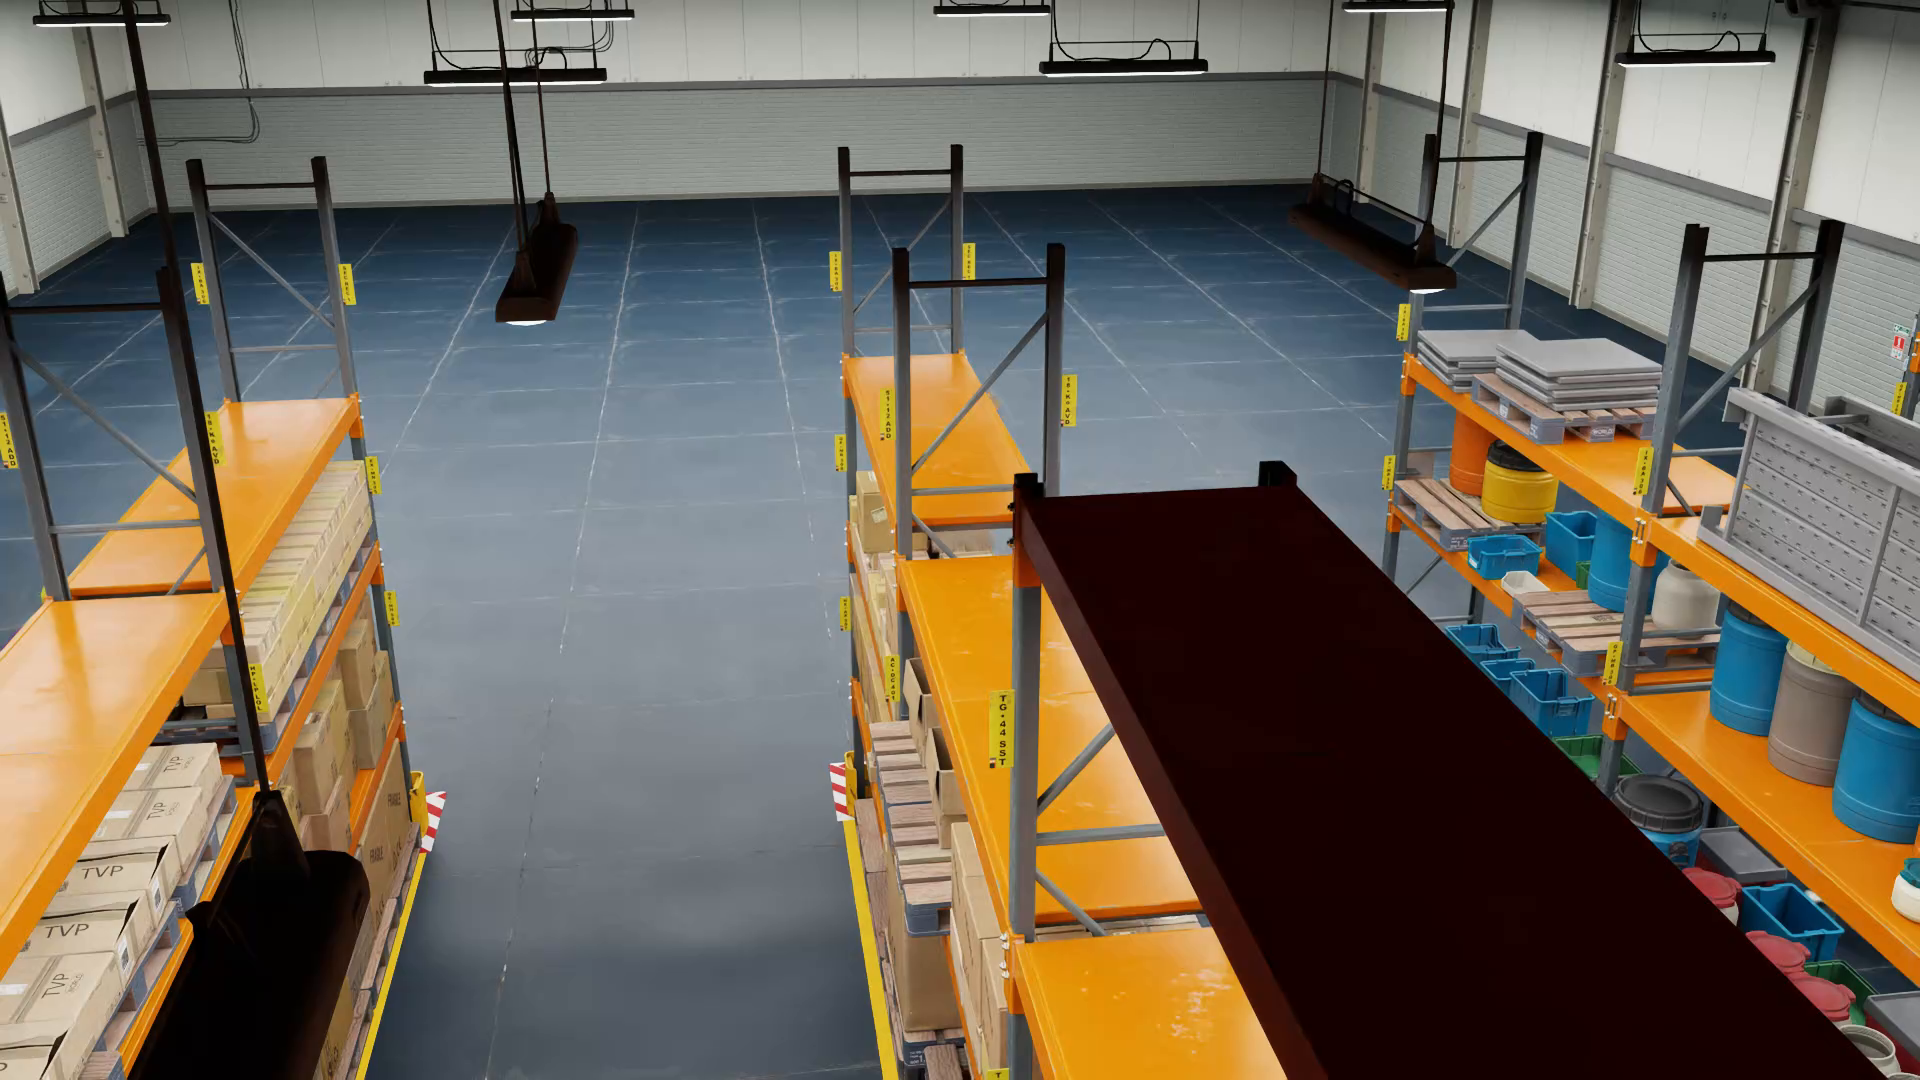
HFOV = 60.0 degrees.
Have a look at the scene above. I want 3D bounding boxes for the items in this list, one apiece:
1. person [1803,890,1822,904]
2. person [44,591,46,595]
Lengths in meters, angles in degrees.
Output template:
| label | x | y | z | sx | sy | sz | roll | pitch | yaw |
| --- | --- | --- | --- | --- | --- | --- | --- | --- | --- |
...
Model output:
| label | x | y | z | sx | sy | sz | roll | pitch | yaw |
| --- | --- | --- | --- | --- | --- | --- | --- | --- | --- |
| person | 7.249 | 2.383 | 13.340 | 0.438 | 1.620 | 1.009 | -7 | 23 | -16 |
| person | -8.604 | 1.230 | 16.208 | 0.513 | 1.730 | 1.055 | 17 | 27 | 37 |
